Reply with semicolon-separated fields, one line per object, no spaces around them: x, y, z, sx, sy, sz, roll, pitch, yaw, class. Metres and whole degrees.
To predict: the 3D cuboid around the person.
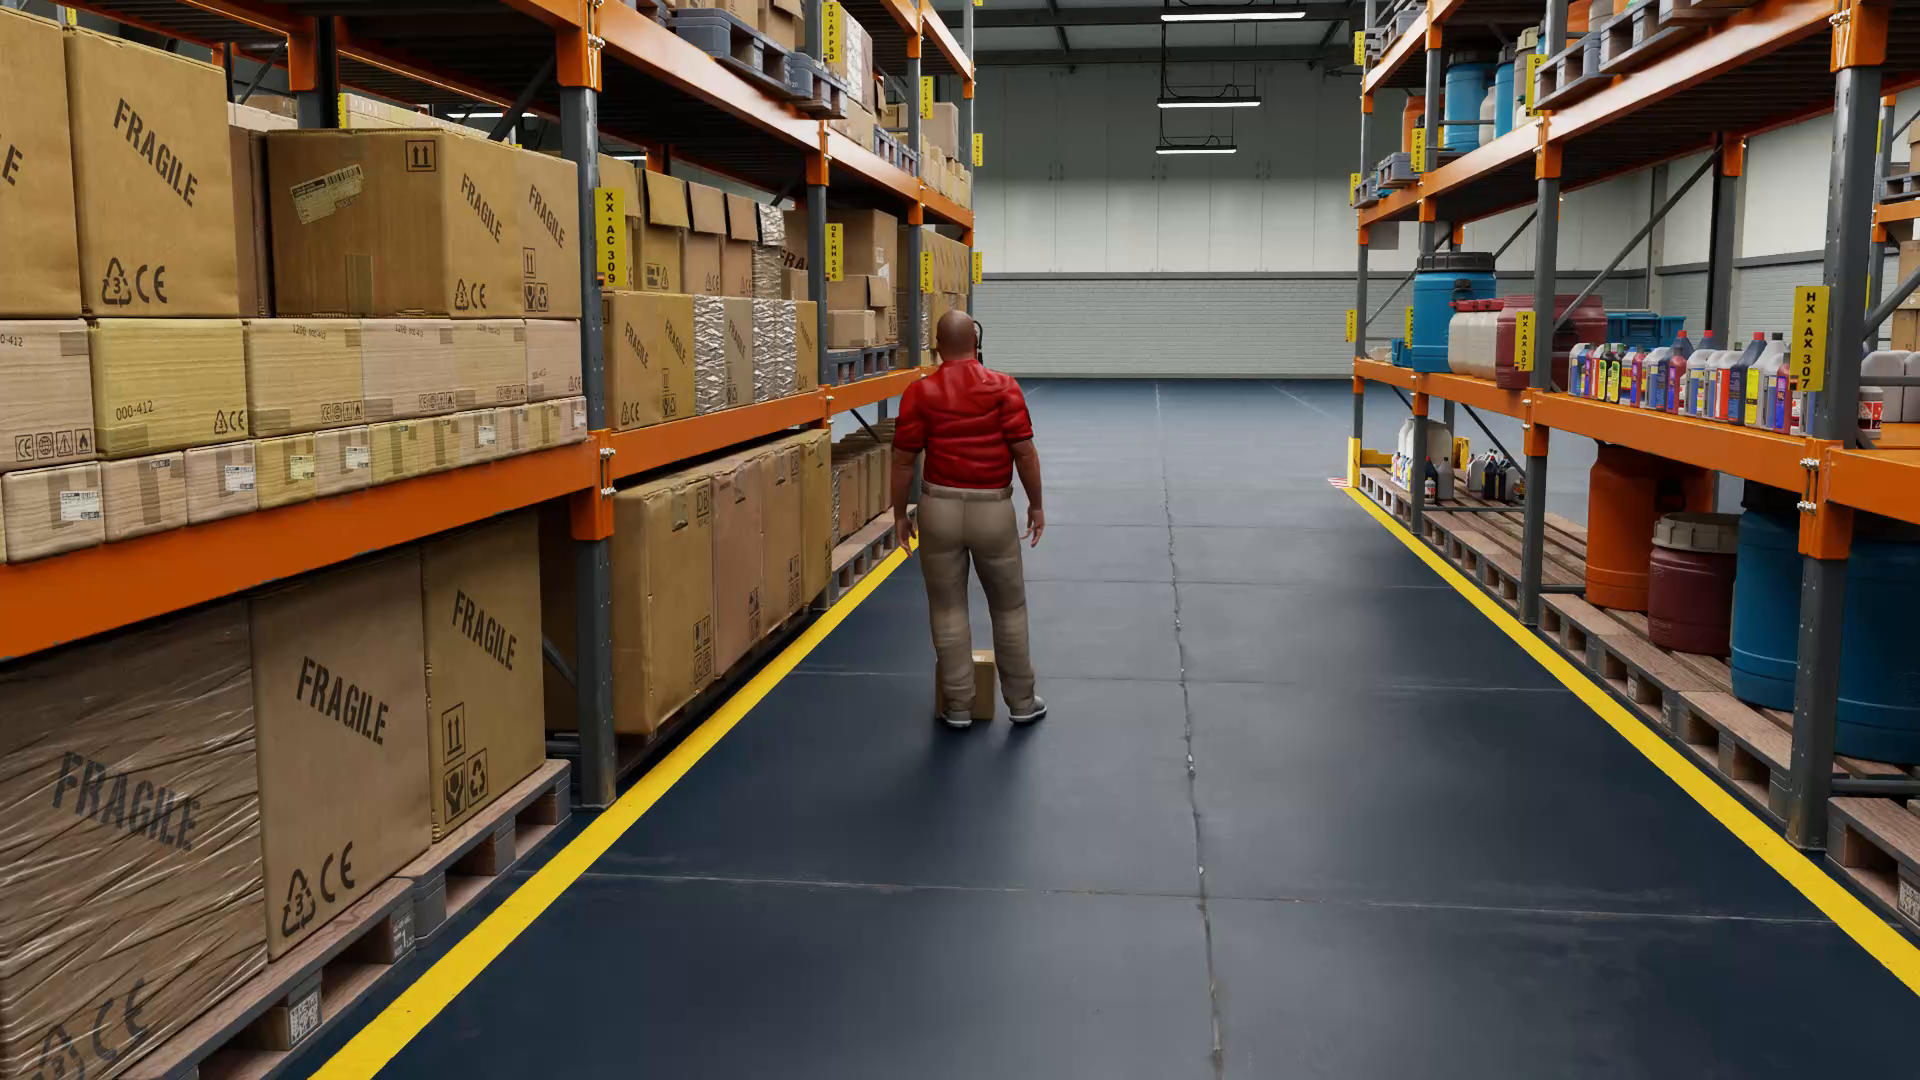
0.043;-0.086;6.939;0.640;1.728;0.551;1;8;4;person
